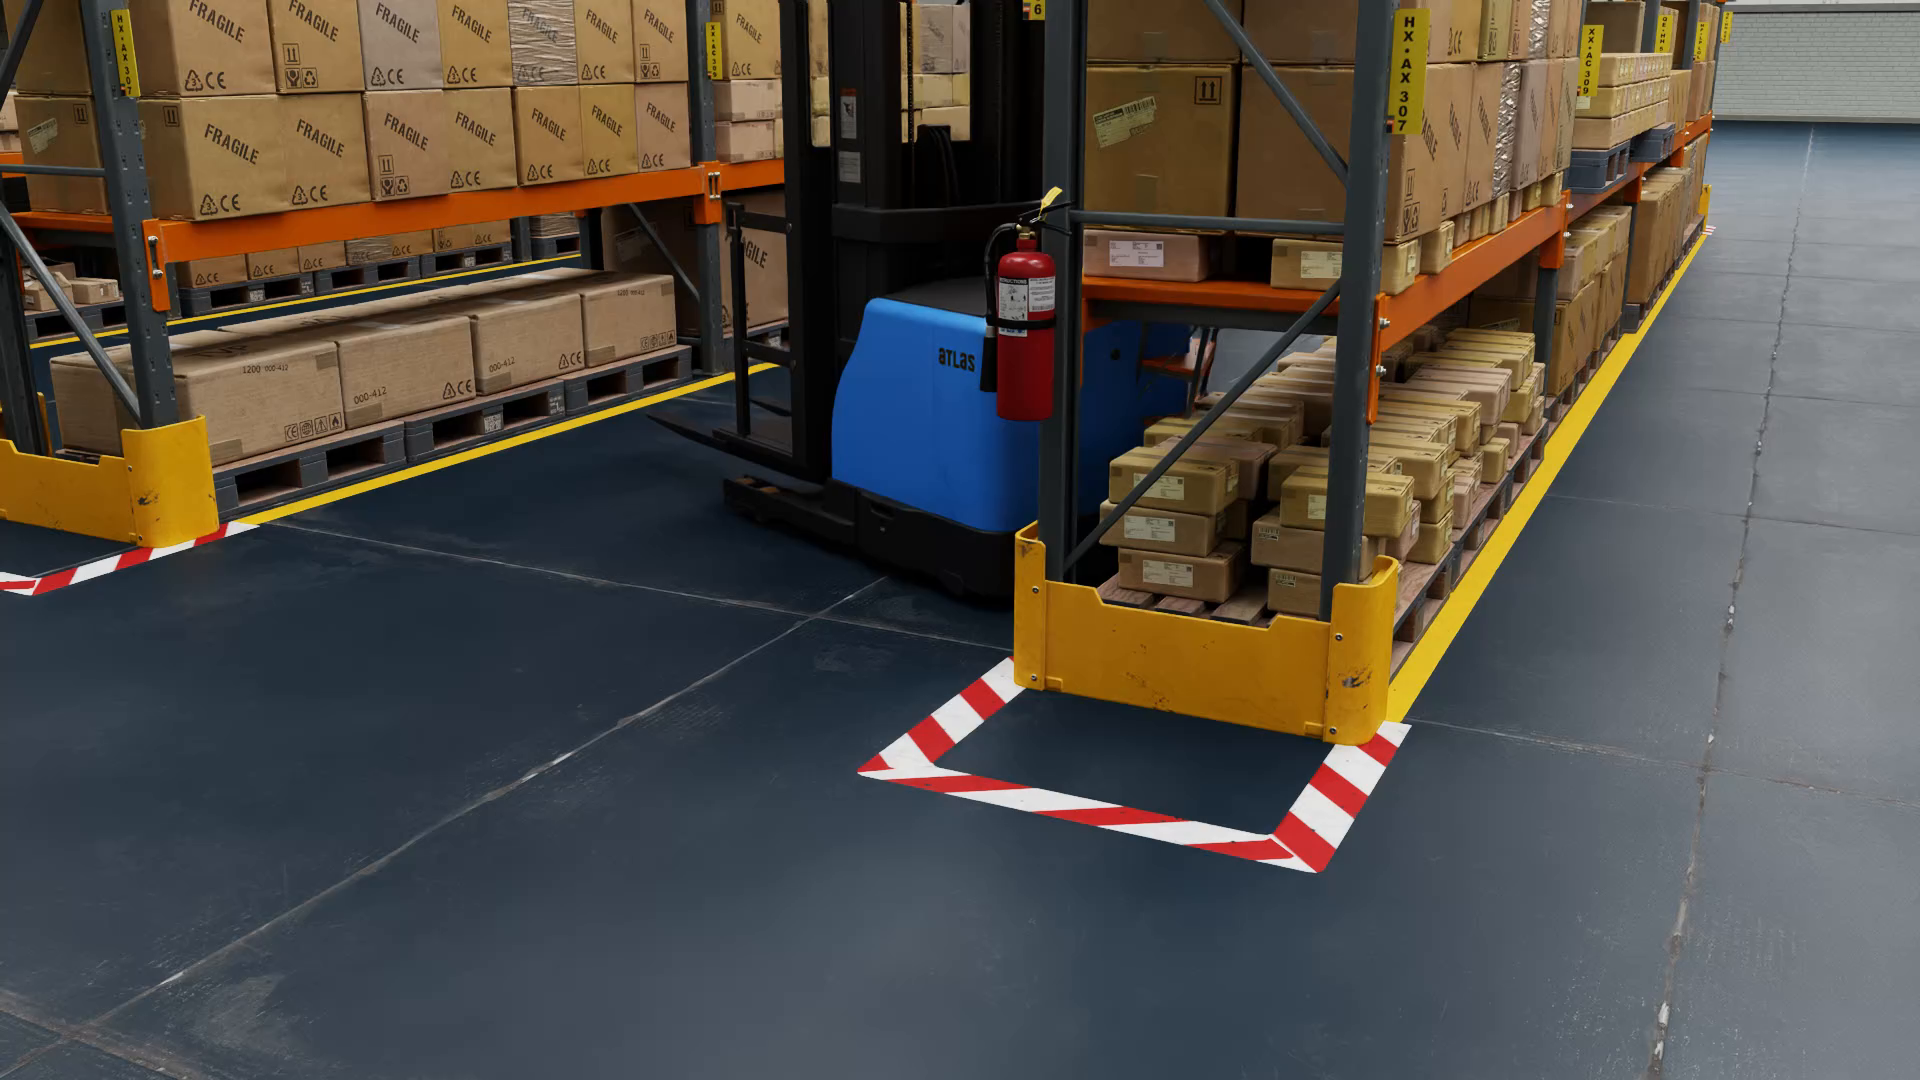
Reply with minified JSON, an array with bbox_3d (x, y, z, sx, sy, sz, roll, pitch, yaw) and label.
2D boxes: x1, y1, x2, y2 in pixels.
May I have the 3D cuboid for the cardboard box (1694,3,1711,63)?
[{"bbox_3d":[6.783,-4.927,16.183,0.875,0.550,0.550,8,18,25],"label":"cardboard box"}]

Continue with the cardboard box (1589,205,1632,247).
[{"bbox_3d":[4.223,-2.109,11.191,0.500,0.250,0.500,8,18,24],"label":"cardboard box"}]

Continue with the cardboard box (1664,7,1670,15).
[{"bbox_3d":[5.411,-4.112,13.670,0.700,0.500,0.500,8,18,26],"label":"cardboard box"}]

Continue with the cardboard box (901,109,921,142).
[{"bbox_3d":[-0.627,-3.065,12.340,0.500,0.250,0.500,8,18,25],"label":"cardboard box"}]

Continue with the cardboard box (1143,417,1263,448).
[{"bbox_3d":[0.895,-0.342,6.131,0.380,0.149,0.250,8,18,24],"label":"cardboard box"}]

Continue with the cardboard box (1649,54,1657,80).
[{"bbox_3d":[3.906,-2.807,9.867,0.380,0.149,0.250,9,19,28],"label":"cardboard box"}]

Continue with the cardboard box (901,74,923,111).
[{"bbox_3d":[-0.605,-3.306,12.271,0.500,0.250,0.500,8,18,24],"label":"cardboard box"}]

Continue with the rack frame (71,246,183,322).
[{"bbox_3d":[-6.409,-3.169,12.426,1.000,3.000,0.127,8,18,25],"label":"rack frame"}]

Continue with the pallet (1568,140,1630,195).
[{"bbox_3d":[2.979,-2.019,8.890,1.003,0.211,1.213,8,18,25],"label":"pallet"}]

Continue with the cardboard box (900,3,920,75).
[{"bbox_3d":[-0.626,-3.662,12.155,0.500,0.500,0.500,8,18,25],"label":"cardboard box"}]

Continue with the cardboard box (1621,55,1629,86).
[{"bbox_3d":[3.214,-2.414,8.544,0.380,0.149,0.250,9,19,27],"label":"cardboard box"}]

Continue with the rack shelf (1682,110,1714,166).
[{"bbox_3d":[6.975,-4.137,16.948,1.077,0.370,4.000,8,18,25],"label":"rack shelf"}]

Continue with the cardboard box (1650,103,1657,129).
[{"bbox_3d":[4.143,-2.659,10.411,0.380,0.149,0.250,8,18,25],"label":"cardboard box"}]

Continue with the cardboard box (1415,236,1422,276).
[{"bbox_3d":[1.234,-0.906,5.249,0.380,0.149,0.250,9,19,27],"label":"cardboard box"}]

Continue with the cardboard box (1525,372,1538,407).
[{"bbox_3d":[2.541,-0.721,7.930,0.380,0.149,0.250,7,18,23],"label":"cardboard box"}]

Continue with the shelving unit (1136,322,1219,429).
[{"bbox_3d":[0.810,-0.534,6.516,0.258,1.200,0.503,14,23,11],"label":"shelving unit"}]

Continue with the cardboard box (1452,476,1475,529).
[{"bbox_3d":[1.819,-0.165,6.581,0.380,0.149,0.250,7,18,23],"label":"cardboard box"}]

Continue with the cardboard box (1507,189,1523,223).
[{"bbox_3d":[2.166,-1.436,7.033,0.380,0.149,0.250,7,18,23],"label":"cardboard box"}]

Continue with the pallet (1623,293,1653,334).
[{"bbox_3d":[4.714,-1.808,12.741,1.003,0.211,1.213,8,18,25],"label":"pallet"}]

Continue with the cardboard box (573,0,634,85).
[{"bbox_3d":[-2.164,-2.782,9.192,0.500,0.500,0.500,8,18,25],"label":"cardboard box"}]

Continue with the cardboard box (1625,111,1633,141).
[{"bbox_3d":[3.441,-2.256,9.054,0.380,0.149,0.250,8,18,26],"label":"cardboard box"}]

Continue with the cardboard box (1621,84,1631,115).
[{"bbox_3d":[3.323,-2.332,8.789,0.380,0.149,0.250,9,19,27],"label":"cardboard box"}]

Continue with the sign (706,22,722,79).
[{"bbox_3d":[-1.469,-2.921,9.933,0.100,0.325,0.005,8,18,25],"label":"sign"}]

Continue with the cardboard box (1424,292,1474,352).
[{"bbox_3d":[2.612,-1.158,9.309,0.500,0.500,0.500,8,18,24],"label":"cardboard box"}]

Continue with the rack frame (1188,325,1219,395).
[{"bbox_3d":[0.874,-0.619,6.736,0.240,1.200,0.015,14,23,11],"label":"rack frame"}]

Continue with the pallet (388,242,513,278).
[{"bbox_3d":[-4.989,-2.666,15.630,1.003,0.211,1.213,8,18,25],"label":"pallet"}]

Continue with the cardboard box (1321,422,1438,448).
[{"bbox_3d":[1.537,-0.333,6.102,0.380,0.149,0.250,7,18,23],"label":"cardboard box"}]

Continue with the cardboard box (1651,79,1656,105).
[{"bbox_3d":[4.022,-2.731,10.132,0.380,0.149,0.250,8,18,25],"label":"cardboard box"}]

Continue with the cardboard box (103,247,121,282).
[{"bbox_3d":[-6.454,-2.335,13.270,0.500,0.500,0.500,8,18,25],"label":"cardboard box"}]

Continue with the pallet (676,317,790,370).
[{"bbox_3d":[-1.689,-1.408,11.395,1.003,0.211,1.213,8,18,25],"label":"pallet"}]

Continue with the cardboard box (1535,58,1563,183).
[{"bbox_3d":[2.311,-1.834,7.233,0.500,0.500,0.500,8,18,24],"label":"cardboard box"}]

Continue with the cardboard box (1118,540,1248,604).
[{"bbox_3d":[0.768,0.089,5.726,0.380,0.149,0.250,8,19,26],"label":"cardboard box"}]

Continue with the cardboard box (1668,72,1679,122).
[{"bbox_3d":[5.411,-3.466,13.251,0.500,0.500,0.500,8,18,25],"label":"cardboard box"}]

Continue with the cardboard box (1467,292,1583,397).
[{"bbox_3d":[3.074,-1.092,9.086,0.500,0.500,0.500,9,19,28],"label":"cardboard box"}]

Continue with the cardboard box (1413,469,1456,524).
[{"bbox_3d":[1.598,-0.182,6.115,0.380,0.149,0.250,9,19,27],"label":"cardboard box"}]

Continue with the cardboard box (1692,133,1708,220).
[{"bbox_3d":[7.625,-3.993,18.194,0.875,0.875,0.875,8,18,26],"label":"cardboard box"}]

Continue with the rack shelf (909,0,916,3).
[{"bbox_3d":[-1.940,-6.809,20.678,1.077,0.370,4.000,8,18,25],"label":"rack shelf"}]

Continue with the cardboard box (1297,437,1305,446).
[{"bbox_3d":[1.151,-0.330,6.614,0.380,0.149,0.250,8,18,26],"label":"cardboard box"}]

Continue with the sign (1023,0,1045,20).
[{"bbox_3d":[0.232,-1.698,4.885,0.100,0.325,0.005,8,18,25],"label":"sign"}]

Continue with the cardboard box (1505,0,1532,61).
[{"bbox_3d":[1.854,-2.055,6.222,0.500,0.500,0.500,7,18,24],"label":"cardboard box"}]

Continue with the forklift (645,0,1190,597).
[{"bbox_3d":[-0.397,-1.550,7.096,1.130,2.935,3.031,-13,21,-36],"label":"forklift"}]

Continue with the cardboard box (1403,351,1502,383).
[{"bbox_3d":[2.212,-0.740,7.473,0.380,0.149,0.250,9,19,27],"label":"cardboard box"}]

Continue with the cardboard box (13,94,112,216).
[{"bbox_3d":[-3.775,-1.724,7.386,0.500,0.500,0.500,8,18,26],"label":"cardboard box"}]

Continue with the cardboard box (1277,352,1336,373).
[{"bbox_3d":[1.640,-0.736,7.459,0.380,0.149,0.250,9,19,27],"label":"cardboard box"}]

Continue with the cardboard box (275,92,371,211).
[{"bbox_3d":[-3.081,-1.786,7.593,0.500,0.500,0.500,8,18,25],"label":"cardboard box"}]

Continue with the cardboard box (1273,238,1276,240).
[{"bbox_3d":[0.949,-1.107,5.923,0.380,0.149,0.250,9,19,27],"label":"cardboard box"}]

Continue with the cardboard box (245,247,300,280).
[{"bbox_3d":[-5.762,-2.404,13.502,0.500,0.500,0.500,8,18,25],"label":"cardboard box"}]

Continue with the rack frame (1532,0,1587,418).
[{"bbox_3d":[2.507,-1.935,8.270,1.000,3.000,0.127,8,18,25],"label":"rack frame"}]

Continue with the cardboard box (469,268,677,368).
[{"bbox_3d":[-2.343,-1.366,10.116,0.875,0.438,0.875,8,18,25],"label":"cardboard box"}]
